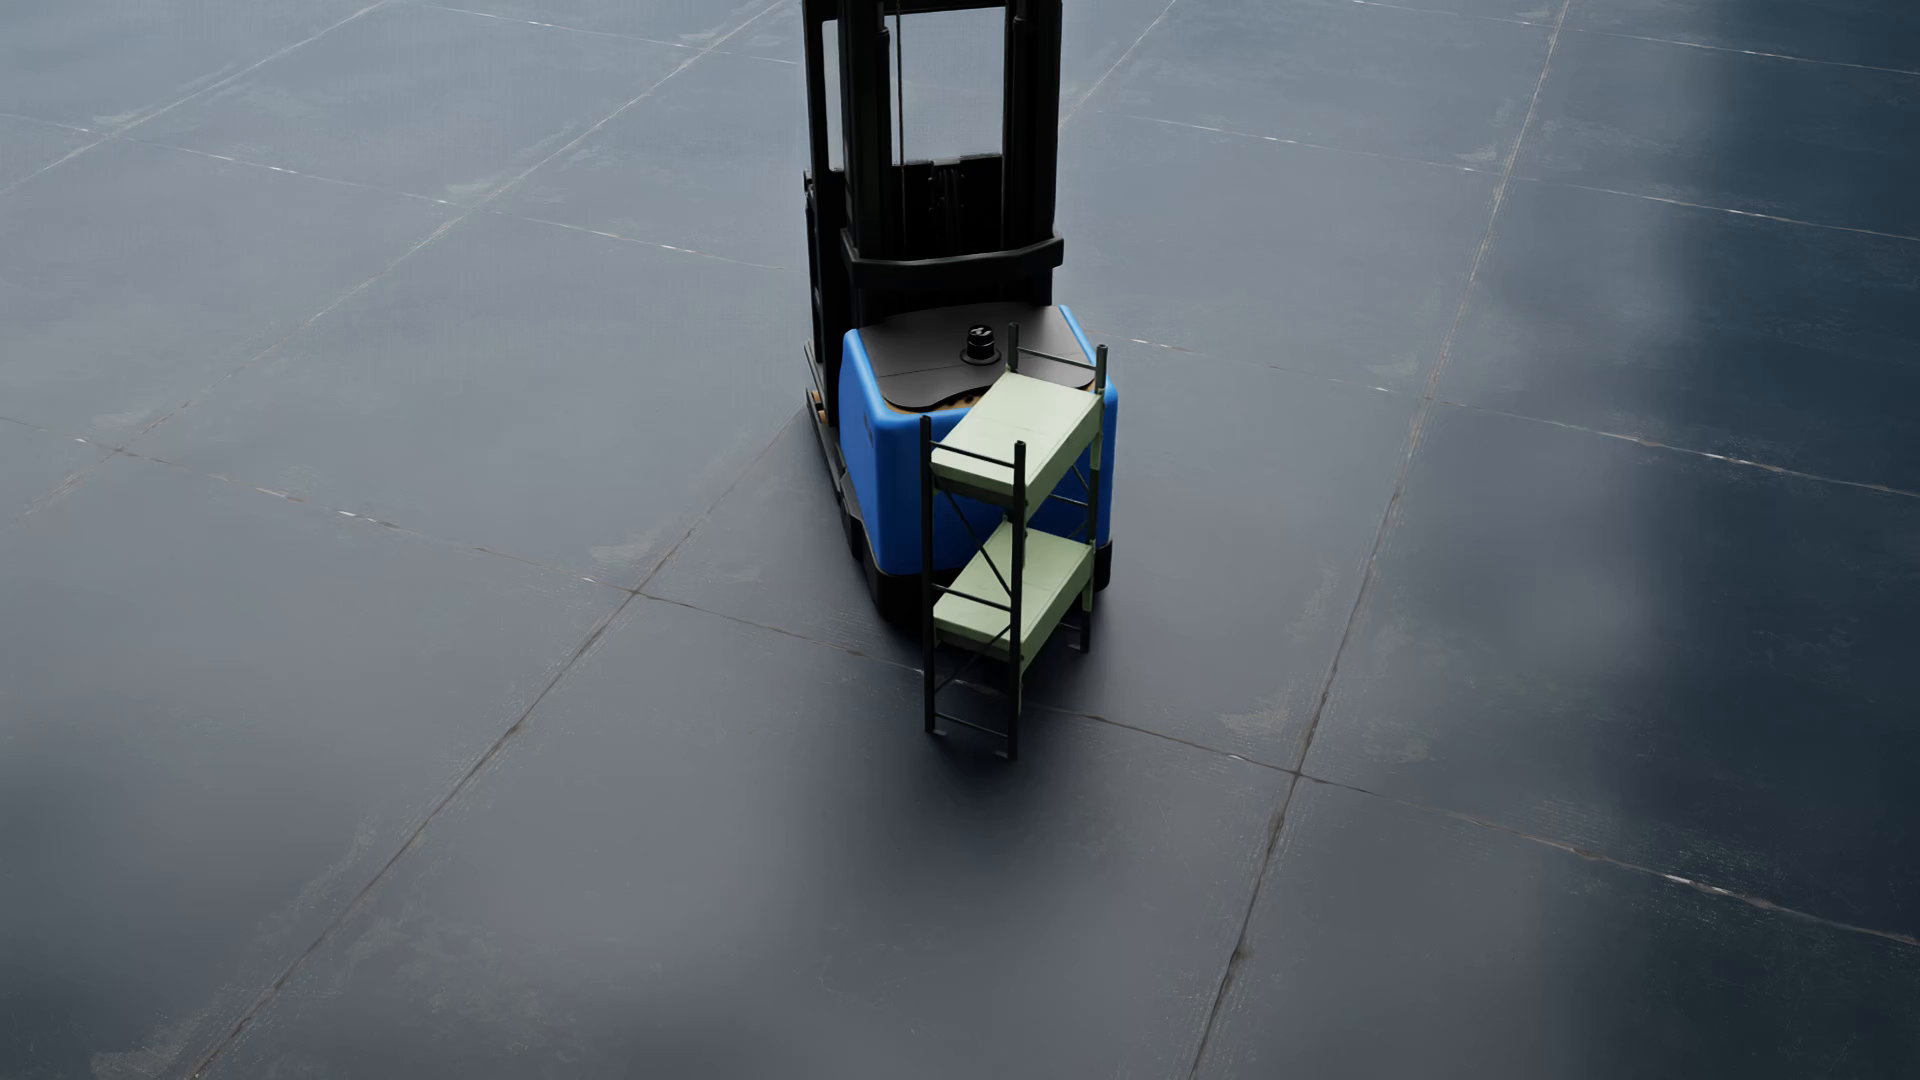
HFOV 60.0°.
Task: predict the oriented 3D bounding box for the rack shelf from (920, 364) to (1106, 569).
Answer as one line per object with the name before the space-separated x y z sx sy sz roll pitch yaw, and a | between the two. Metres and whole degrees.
rack shelf | 0.206 -0.290 6.233 0.431 0.370 0.720 17 40 21

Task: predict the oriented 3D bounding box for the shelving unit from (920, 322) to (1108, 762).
shelving unit | 0.206 0.023 6.467 0.431 1.500 0.755 17 40 21

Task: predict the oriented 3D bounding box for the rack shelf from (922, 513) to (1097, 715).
rack shelf | 0.206 0.284 6.662 0.431 0.370 0.720 17 40 21

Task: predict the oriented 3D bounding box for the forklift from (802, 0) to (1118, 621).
forklift | -0.167 -1.707 7.586 1.130 2.935 3.031 -8 38 -10

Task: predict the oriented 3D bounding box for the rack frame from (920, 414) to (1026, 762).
rack frame | 0.043 0.219 6.205 0.400 1.500 0.023 17 40 21

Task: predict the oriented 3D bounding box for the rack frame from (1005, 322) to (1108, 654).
rack frame | 0.369 -0.174 6.730 0.400 1.500 0.023 17 40 21
